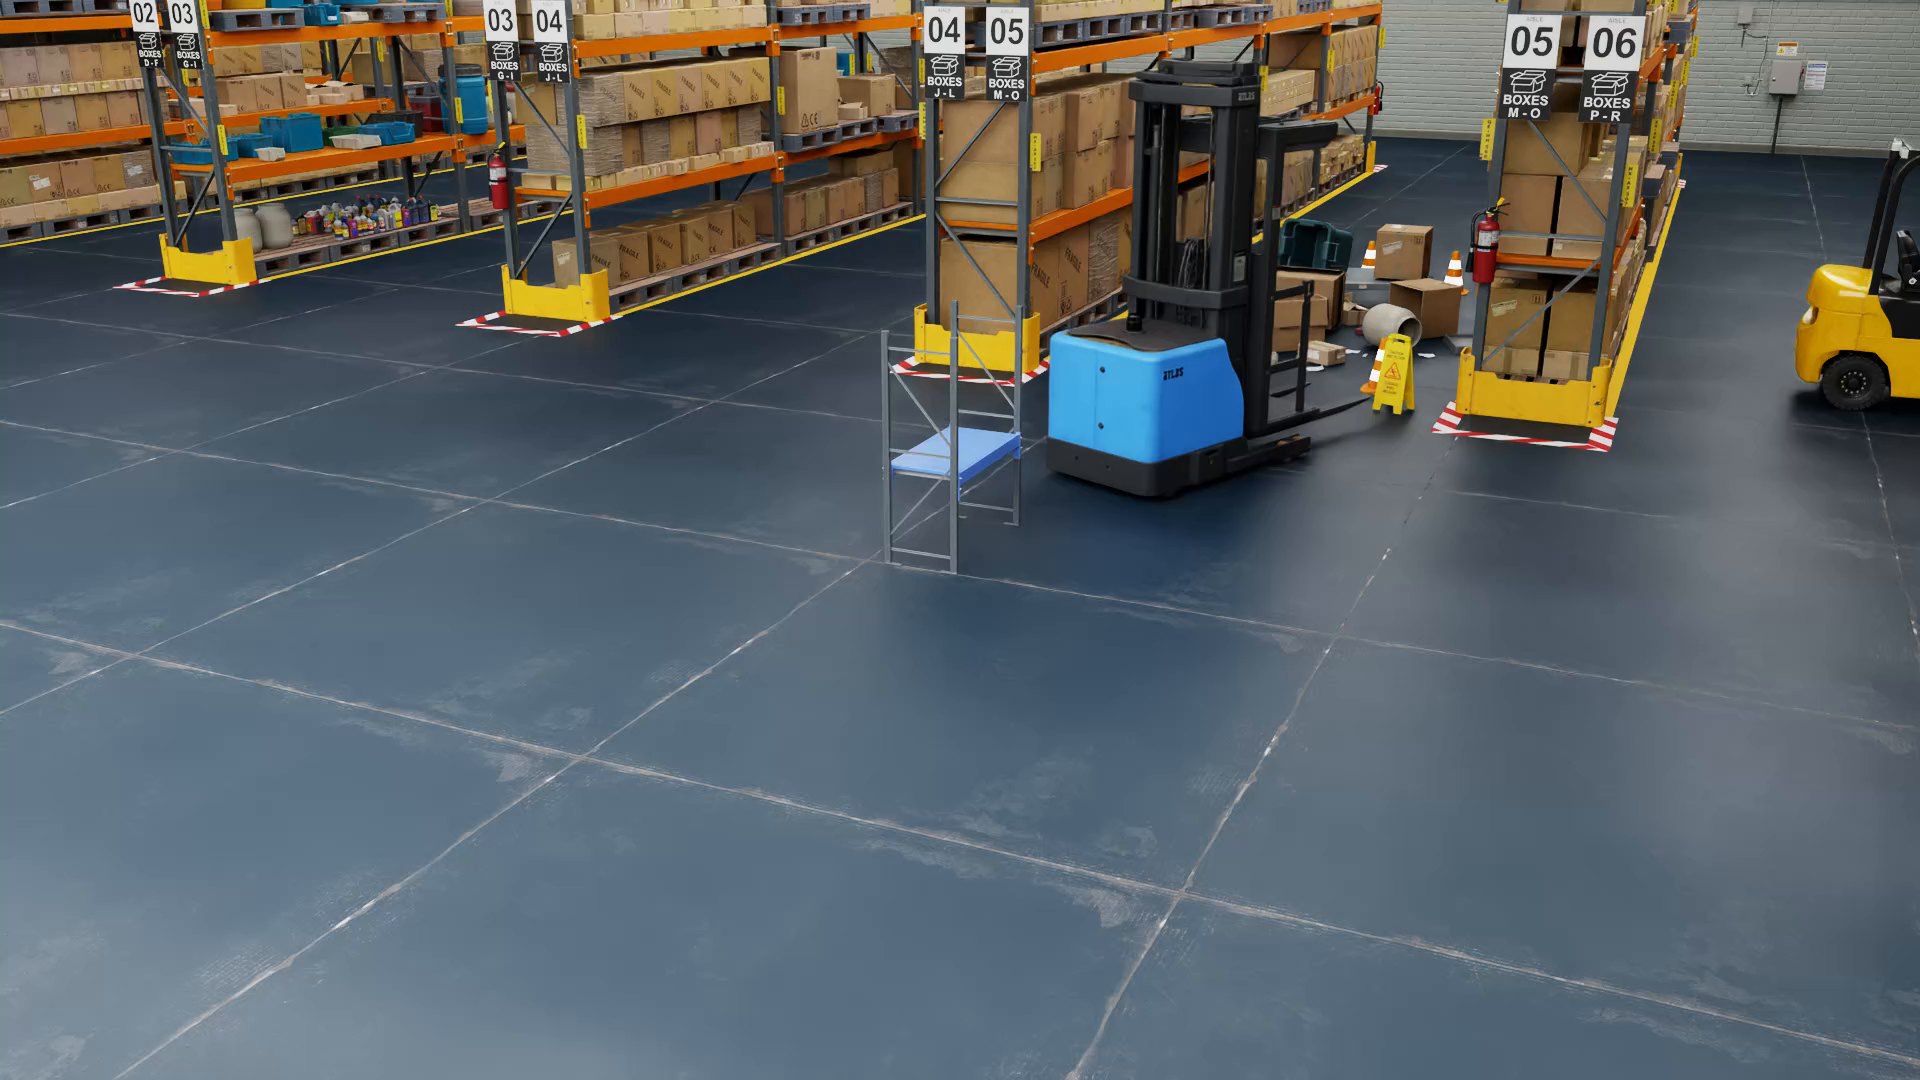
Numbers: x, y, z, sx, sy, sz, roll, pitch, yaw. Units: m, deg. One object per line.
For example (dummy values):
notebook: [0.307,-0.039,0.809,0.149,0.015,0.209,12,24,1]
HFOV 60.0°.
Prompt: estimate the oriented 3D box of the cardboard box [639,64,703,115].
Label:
cardboard box: [-3.230,-5.039,18.575,0.500,0.500,0.500,9,21,23]

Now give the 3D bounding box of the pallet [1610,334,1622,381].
pallet: [5.620,-1.756,15.590,1.003,0.211,1.213,9,21,23]

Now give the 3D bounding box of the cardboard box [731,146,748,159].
cardboard box: [-2.768,-4.646,19.931,0.380,0.149,0.250,9,21,23]

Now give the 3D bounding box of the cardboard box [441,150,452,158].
cardboard box: [-9.212,-7.040,29.361,0.500,0.500,0.500,8,21,22]

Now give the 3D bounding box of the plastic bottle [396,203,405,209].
plastic bottle: [-7.423,-4.335,22.089,0.152,0.276,0.135,9,21,23]

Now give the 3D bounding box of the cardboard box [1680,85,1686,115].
cardboard box: [10.698,-6.716,25.227,0.500,0.500,0.500,9,22,24]

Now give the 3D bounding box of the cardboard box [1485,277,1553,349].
cardboard box: [4.813,-1.967,14.382,0.500,0.500,0.500,9,21,23]

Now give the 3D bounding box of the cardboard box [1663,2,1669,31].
cardboard box: [6.425,-4.964,15.754,0.500,0.250,0.500,8,21,22]

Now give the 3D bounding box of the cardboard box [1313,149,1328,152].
cardboard box: [5.635,-6.120,26.440,0.380,0.149,0.250,8,21,22]

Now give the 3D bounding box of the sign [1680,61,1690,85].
sign: [10.136,-6.536,23.261,0.100,0.325,0.005,9,21,23]

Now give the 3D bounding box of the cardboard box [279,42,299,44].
cardboard box: [-13.137,-9.715,32.068,0.500,0.250,0.500,9,21,24]

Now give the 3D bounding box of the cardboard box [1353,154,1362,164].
cardboard box: [6.680,-6.543,28.519,0.380,0.149,0.250,9,22,24]

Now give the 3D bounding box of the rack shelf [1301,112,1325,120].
rack shelf: [4.261,-5.797,23.867,1.077,0.370,4.000,9,21,23]

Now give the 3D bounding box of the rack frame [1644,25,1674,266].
rack frame: [7.999,-4.877,20.205,1.000,3.000,0.127,9,21,23]

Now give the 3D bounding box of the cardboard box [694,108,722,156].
cardboard box: [-3.270,-4.757,19.276,0.875,0.500,0.500,9,21,23]

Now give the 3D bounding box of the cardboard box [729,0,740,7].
cardboard box: [-2.766,-6.247,19.211,0.380,0.149,0.250,7,21,20]

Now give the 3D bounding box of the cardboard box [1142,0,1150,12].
cardboard box: [1.739,-5.531,17.166,0.380,0.149,0.250,9,21,24]

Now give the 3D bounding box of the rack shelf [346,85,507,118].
rack shelf: [-9.259,-7.869,29.693,1.077,0.370,4.000,9,21,23]

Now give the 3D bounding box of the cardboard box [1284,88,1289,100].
cardboard box: [4.456,-6.342,23.629,0.380,0.149,0.250,9,22,25]

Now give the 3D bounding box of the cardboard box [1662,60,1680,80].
cardboard box: [9.054,-5.975,21.651,0.500,0.500,0.500,9,21,24]

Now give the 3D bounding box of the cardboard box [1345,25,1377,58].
cardboard box: [6.757,-8.455,28.181,0.500,0.500,0.500,8,21,22]

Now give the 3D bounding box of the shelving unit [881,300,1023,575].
shelving unit: [-0.035,-0.681,10.644,0.538,1.500,1.048,9,21,23]

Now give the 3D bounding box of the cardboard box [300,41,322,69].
cardboard box: [-12.920,-9.519,32.636,0.500,0.500,0.500,8,21,22]

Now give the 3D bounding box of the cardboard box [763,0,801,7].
cardboard box: [-2.397,-6.804,20.365,0.797,0.503,0.637,7,21,20]

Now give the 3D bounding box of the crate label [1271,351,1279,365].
crate label: [2.836,-1.688,15.511,0.250,0.136,0.298,-2,20,-5]

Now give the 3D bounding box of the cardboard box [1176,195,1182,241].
cardboard box: [1.976,-3.642,19.464,1.050,0.750,0.750,8,21,22]

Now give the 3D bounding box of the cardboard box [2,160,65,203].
cardboard box: [-12.535,-4.848,22.482,0.500,0.500,0.500,9,21,23]

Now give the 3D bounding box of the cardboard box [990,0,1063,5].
cardboard box: [0.598,-4.919,14.852,0.500,0.250,0.500,9,21,23]

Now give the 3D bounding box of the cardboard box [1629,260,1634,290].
cardboard box: [6.574,-2.774,17.588,0.950,0.372,0.625,9,21,23]

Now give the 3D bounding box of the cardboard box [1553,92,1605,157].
cardboard box: [5.393,-3.733,14.903,0.700,0.500,0.500,8,21,22]

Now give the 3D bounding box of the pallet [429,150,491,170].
pallet: [-9.237,-6.878,29.993,1.003,0.211,1.213,9,21,23]

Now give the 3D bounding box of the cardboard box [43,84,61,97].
cardboard box: [-12.367,-6.064,22.427,0.380,0.149,0.250,9,21,23]

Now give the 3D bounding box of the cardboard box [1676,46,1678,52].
cardboard box: [10.003,-6.984,23.521,0.380,0.149,0.250,8,21,22]

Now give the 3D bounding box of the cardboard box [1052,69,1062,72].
cardboard box: [1.443,-8.303,28.499,0.500,0.500,0.500,8,21,21]

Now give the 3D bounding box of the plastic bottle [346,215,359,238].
plastic bottle: [-7.700,-3.976,21.070,0.061,0.283,0.133,9,21,24]

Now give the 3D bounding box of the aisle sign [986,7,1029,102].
aisle sign: [0.410,-4.241,14.539,0.394,0.787,0.004,9,21,23]

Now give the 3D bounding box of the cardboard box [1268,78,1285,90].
cardboard box: [4.345,-6.401,23.353,0.380,0.149,0.250,9,22,24]

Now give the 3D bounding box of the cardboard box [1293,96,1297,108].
cardboard box: [4.676,-6.361,24.126,0.380,0.149,0.250,8,21,20]

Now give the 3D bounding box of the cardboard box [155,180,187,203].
cardboard box: [-11.707,-5.105,24.323,0.500,0.250,0.500,9,21,23]

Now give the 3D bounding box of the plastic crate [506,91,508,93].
plastic crate: [-6.501,-6.494,24.658,0.402,0.464,0.583,9,21,23]

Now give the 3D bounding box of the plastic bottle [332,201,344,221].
plastic bottle: [-8.159,-4.275,21.810,0.144,0.351,0.185,8,21,22]

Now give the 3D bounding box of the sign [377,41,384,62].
sign: [-9.570,-8.067,27.448,0.100,0.325,0.005,9,21,23]

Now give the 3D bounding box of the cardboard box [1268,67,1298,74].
cardboard box: [5.020,-7.122,25.924,0.500,0.500,0.500,9,21,23]

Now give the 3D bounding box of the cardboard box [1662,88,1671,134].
cardboard box: [7.865,-4.925,19.121,0.500,0.500,0.500,8,21,22]

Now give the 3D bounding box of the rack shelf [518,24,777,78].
rack shelf: [-3.499,-5.477,18.489,1.077,0.370,4.000,9,21,23]

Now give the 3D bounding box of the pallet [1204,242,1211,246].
pallet: [2.549,-3.609,20.801,1.003,0.211,1.213,9,21,23]

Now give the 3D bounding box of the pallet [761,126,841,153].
pallet: [-2.234,-5.137,21.223,1.003,0.211,1.213,9,21,23]

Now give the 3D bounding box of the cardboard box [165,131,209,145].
cardboard box: [-14.178,-7.667,30.633,0.750,0.750,0.750,8,21,22]

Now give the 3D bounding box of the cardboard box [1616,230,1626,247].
cardboard box: [5.470,-2.609,14.202,0.380,0.149,0.250,9,21,24]

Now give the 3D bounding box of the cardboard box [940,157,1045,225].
cardboard box: [0.276,-3.270,15.462,0.875,0.550,0.550,9,21,23]

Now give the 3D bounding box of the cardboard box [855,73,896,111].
cardboard box: [-1.227,-6.311,23.462,0.500,0.500,0.500,6,20,16]

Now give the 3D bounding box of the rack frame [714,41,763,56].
rack frame: [-3.923,-8.139,29.377,1.000,3.000,0.127,9,21,23]

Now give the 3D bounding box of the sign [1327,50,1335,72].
sign: [5.588,-7.218,25.061,0.100,0.325,0.005,9,21,23]

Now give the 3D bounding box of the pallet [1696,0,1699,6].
pallet: [10.981,-8.466,25.952,1.003,0.211,1.213,9,21,23]

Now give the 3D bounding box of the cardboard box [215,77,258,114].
cardboard box: [-11.171,-6.815,25.505,0.500,0.500,0.500,10,22,27]

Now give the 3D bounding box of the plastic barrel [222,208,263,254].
plastic barrel: [-8.637,-3.708,20.004,0.421,0.512,0.421,0,20,0]

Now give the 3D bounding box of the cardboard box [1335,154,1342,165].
cardboard box: [6.017,-6.210,27.138,0.380,0.149,0.250,8,21,22]

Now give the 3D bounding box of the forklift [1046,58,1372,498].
forklift: [2.049,-2.079,12.441,3.031,2.935,1.130,-18,26,-40]
